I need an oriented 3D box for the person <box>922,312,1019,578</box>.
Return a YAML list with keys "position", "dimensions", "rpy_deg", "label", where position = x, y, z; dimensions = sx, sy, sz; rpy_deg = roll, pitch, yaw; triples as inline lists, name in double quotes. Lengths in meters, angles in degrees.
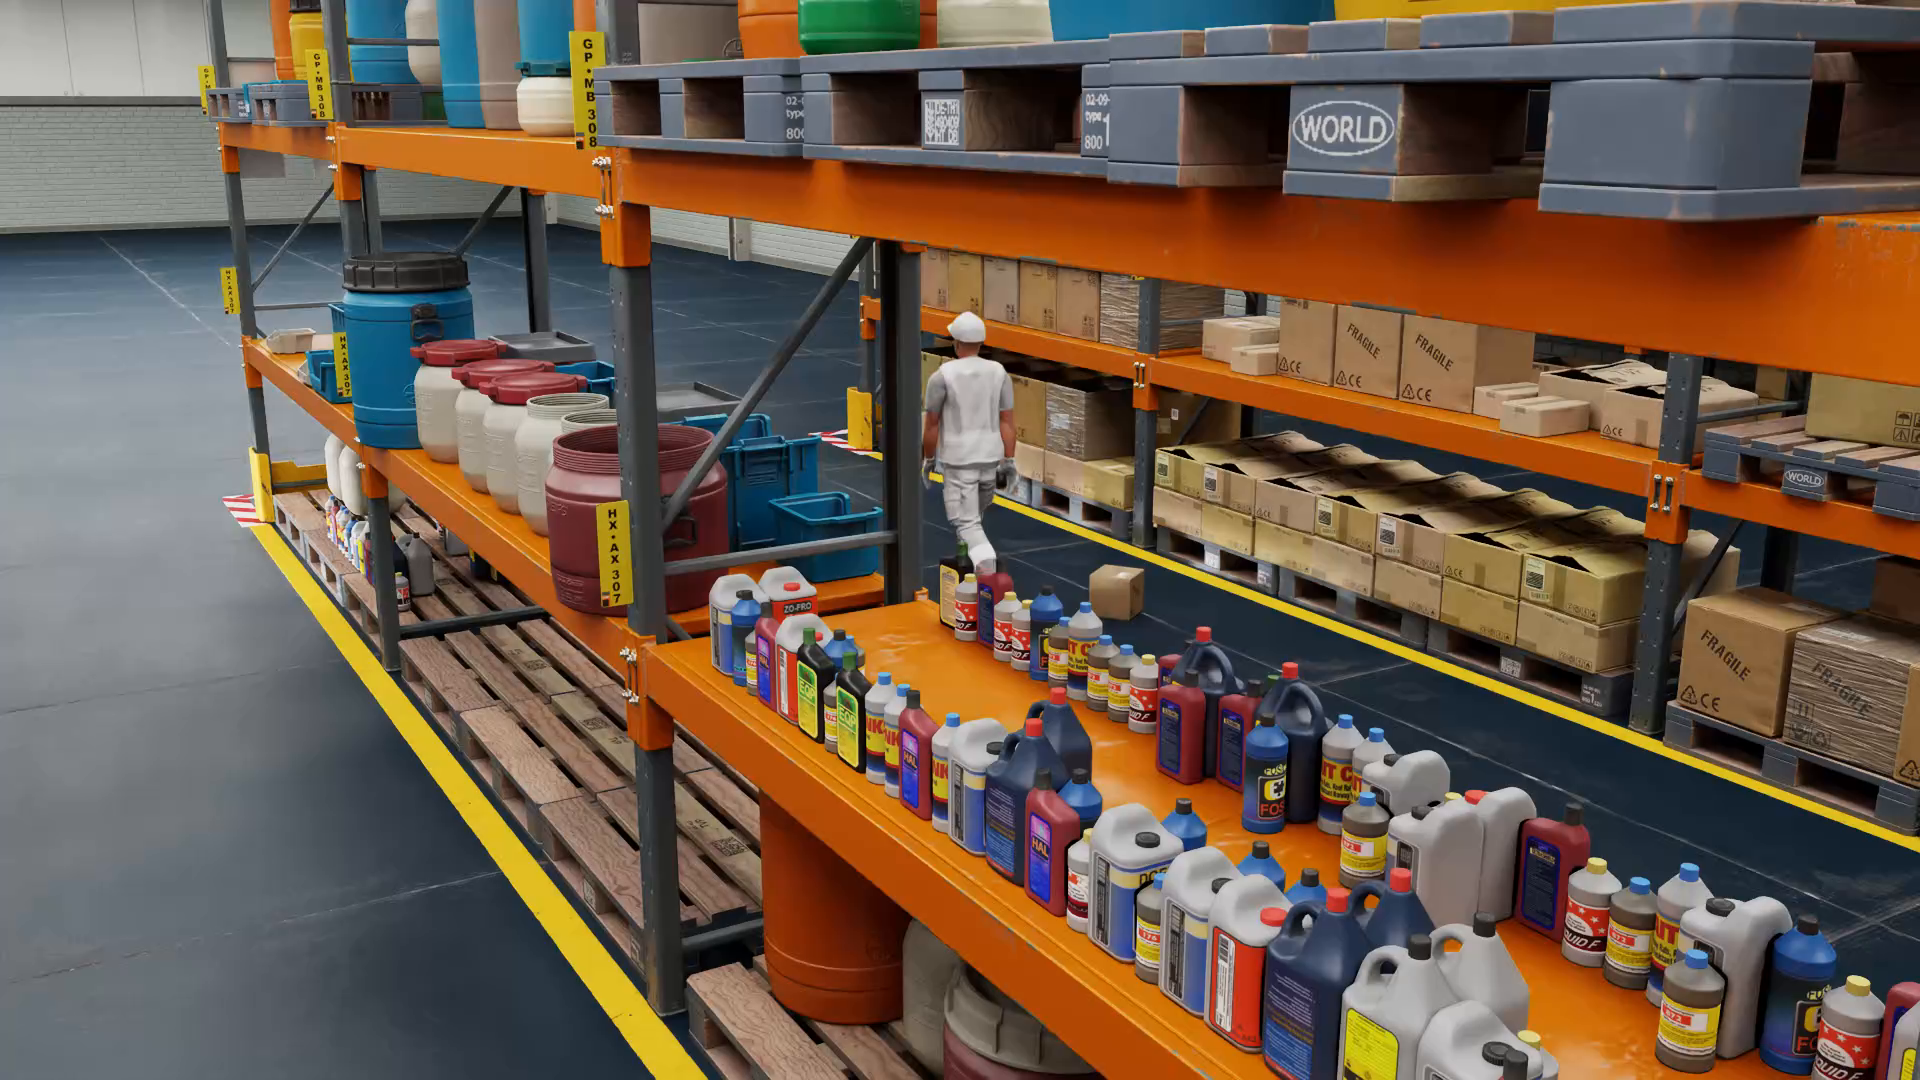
- position: [0.057, -0.458, 9.769]
  dimensions: [0.540, 1.747, 1.073]
  rpy_deg: [-7, 16, -24]
  label: "person"
